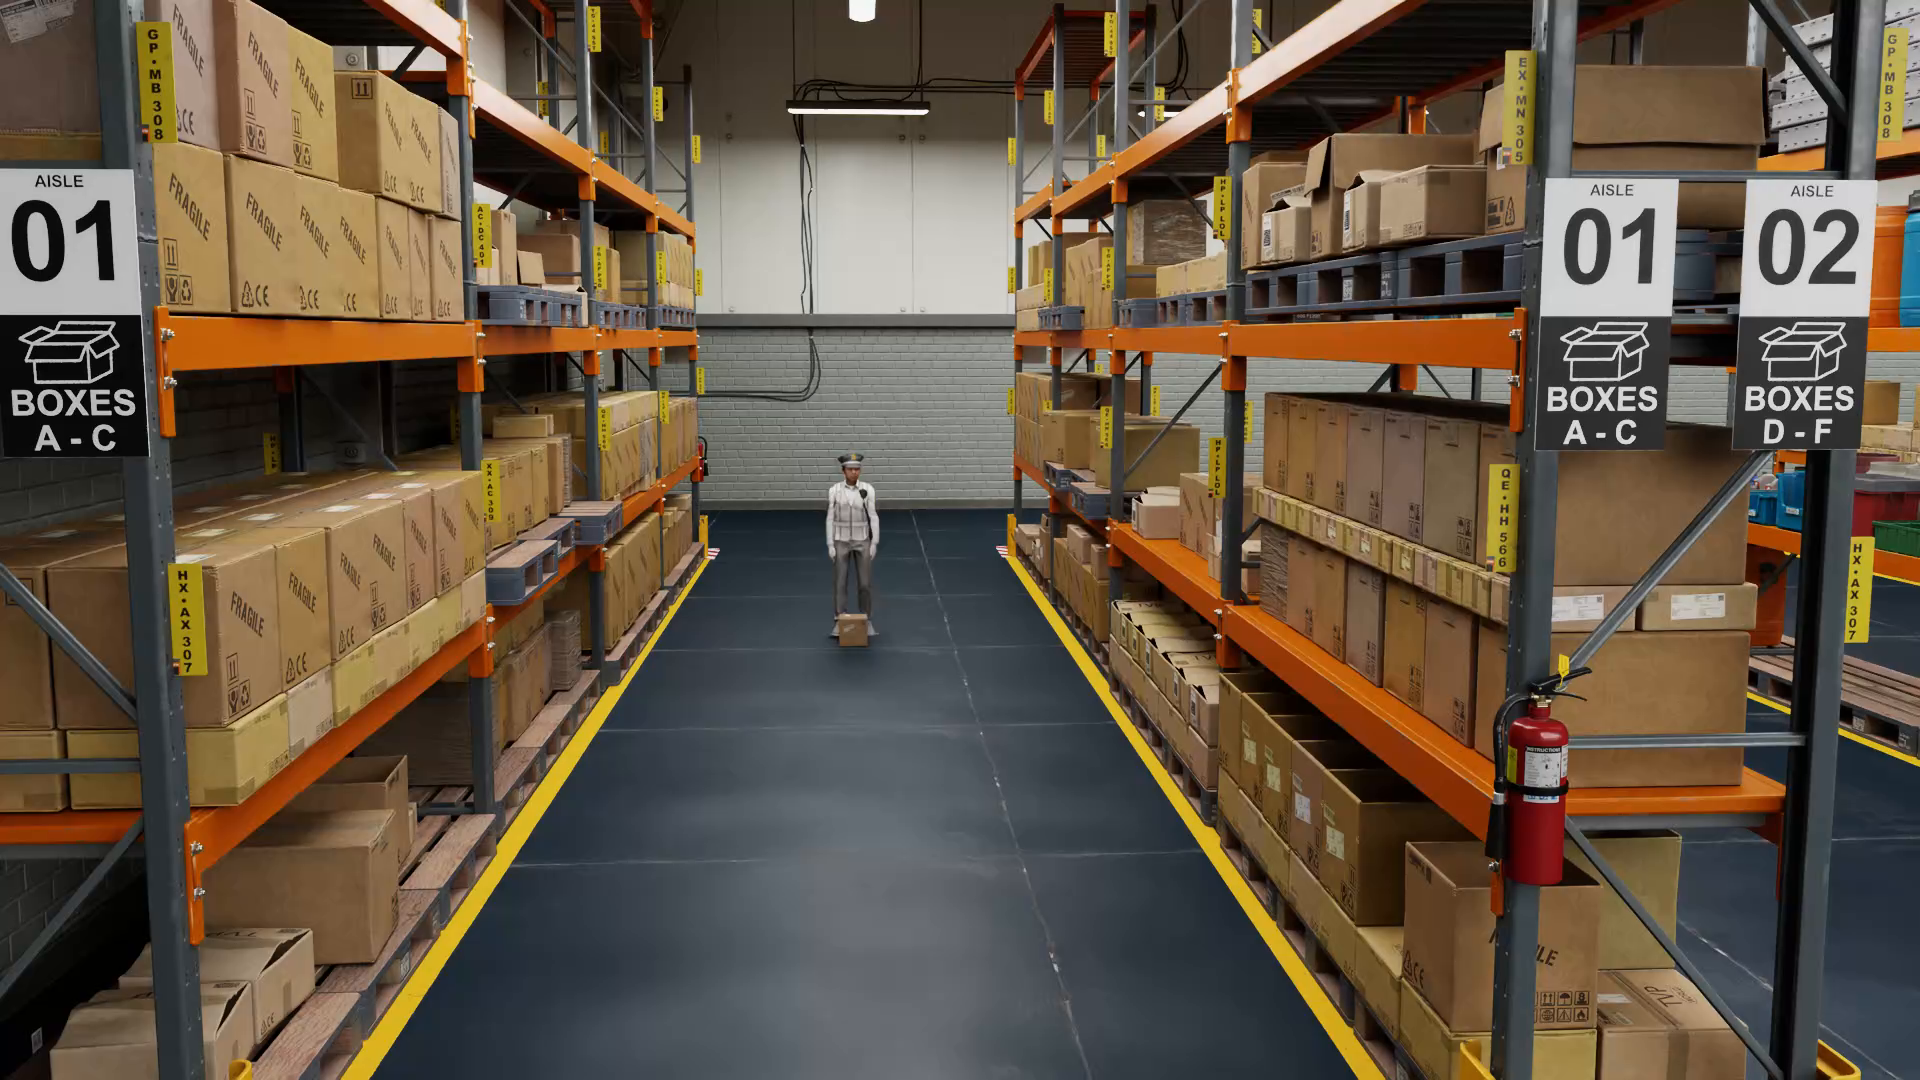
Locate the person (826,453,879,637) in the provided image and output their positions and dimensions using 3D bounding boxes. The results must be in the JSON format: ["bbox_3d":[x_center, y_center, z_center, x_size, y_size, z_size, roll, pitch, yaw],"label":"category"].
[{"bbox_3d":[-0.988,0.055,15.315,0.482,1.723,0.339,0,7,-3],"label":"person"}]
